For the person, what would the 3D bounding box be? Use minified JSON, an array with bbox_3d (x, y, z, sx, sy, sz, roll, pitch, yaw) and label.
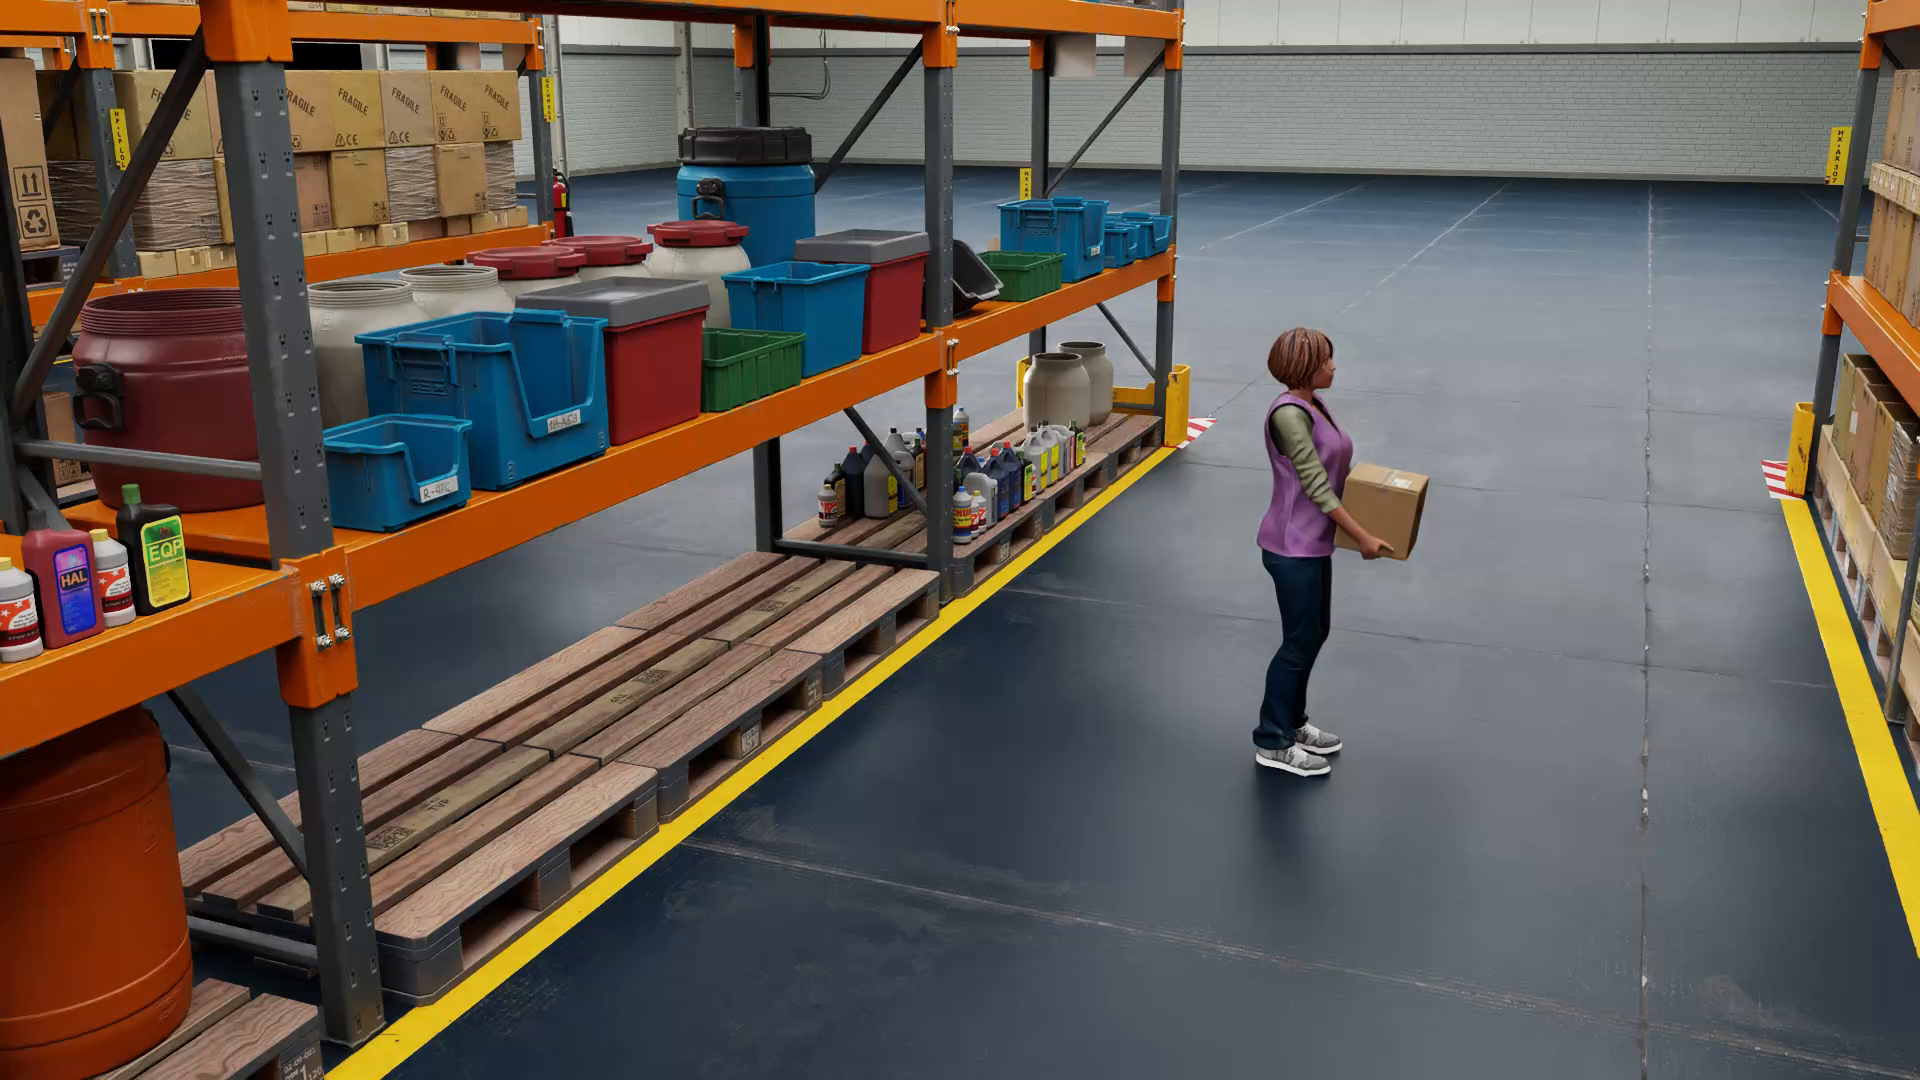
[{"bbox_3d":[1.302,0.047,5.890,0.494,1.593,0.404,6,17,22],"label":"person"}]
